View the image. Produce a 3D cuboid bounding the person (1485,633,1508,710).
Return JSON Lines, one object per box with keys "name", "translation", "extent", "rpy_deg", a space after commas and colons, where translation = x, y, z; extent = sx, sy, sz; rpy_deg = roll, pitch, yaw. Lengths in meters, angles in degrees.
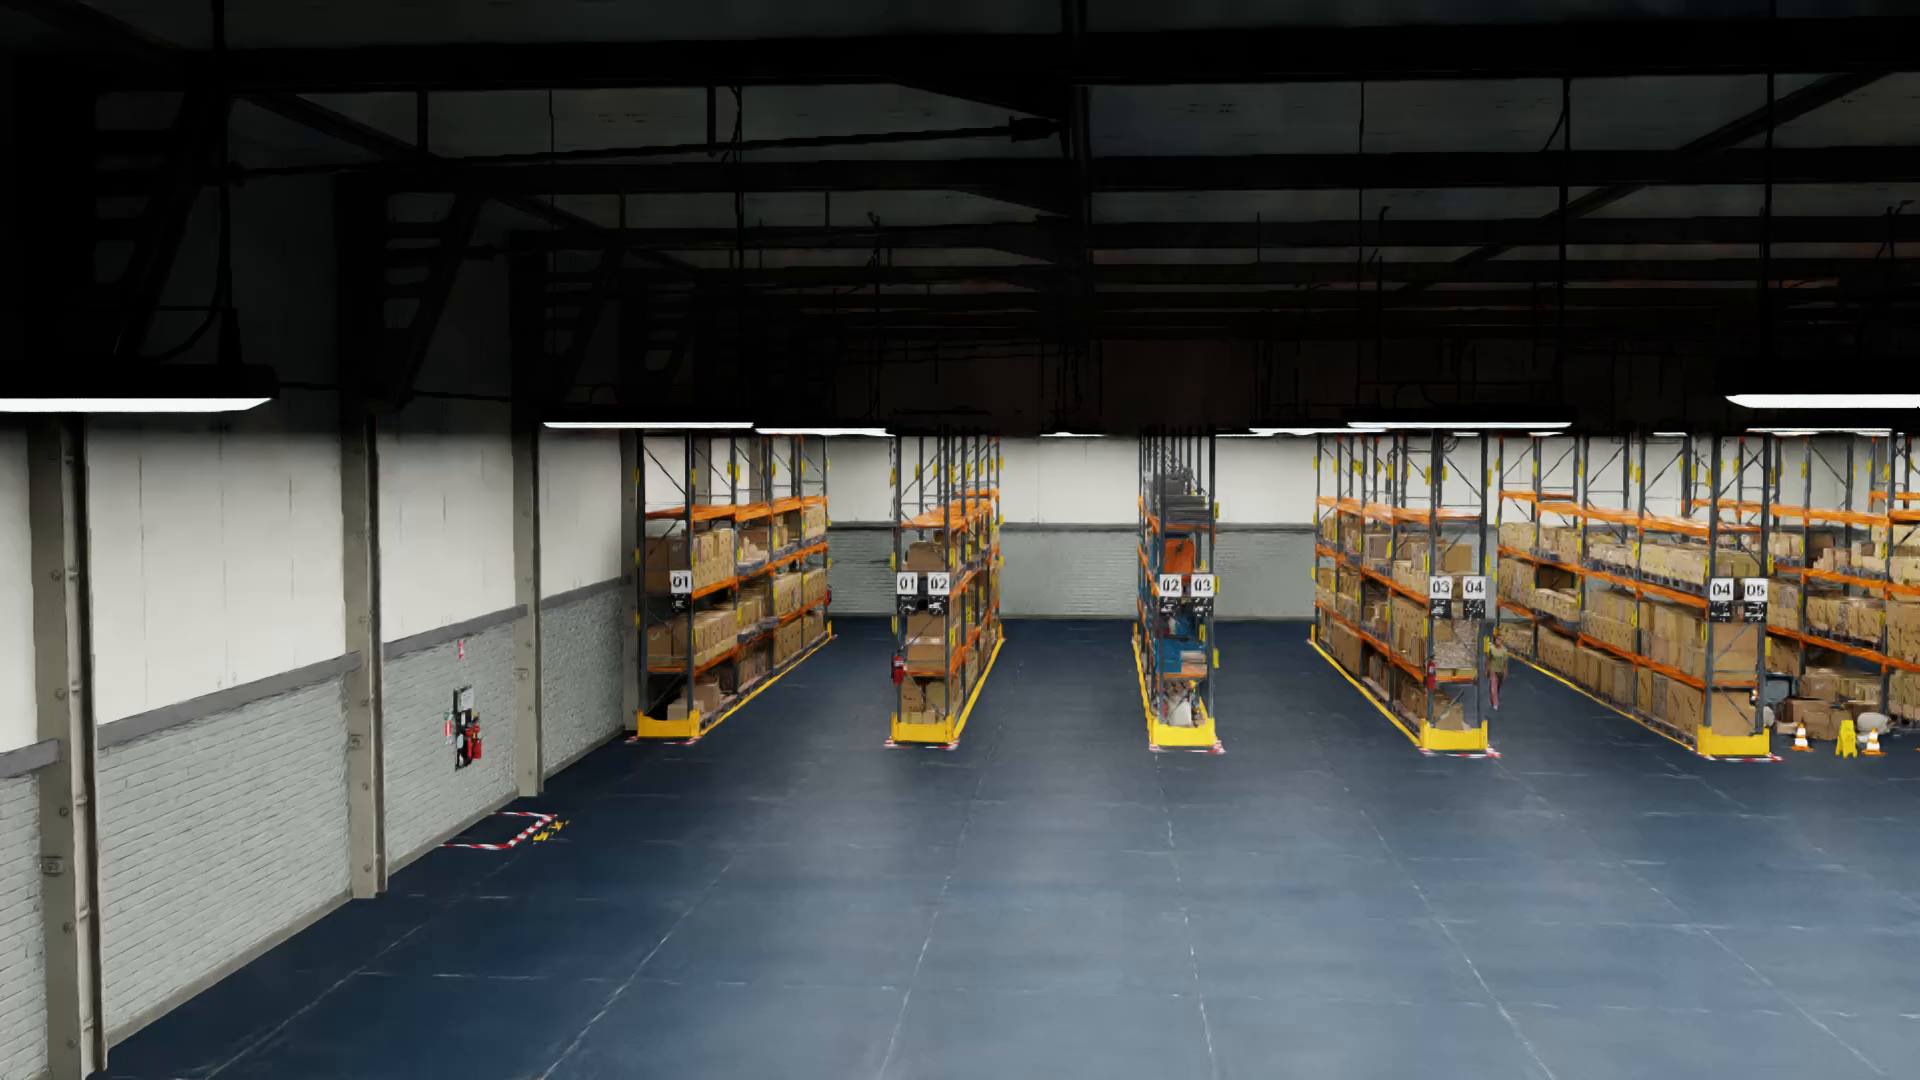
{"name": "person", "translation": [11.394, 2.762, 35.219], "extent": [0.447, 1.589, 1.095], "rpy_deg": [0, 3, 3]}
